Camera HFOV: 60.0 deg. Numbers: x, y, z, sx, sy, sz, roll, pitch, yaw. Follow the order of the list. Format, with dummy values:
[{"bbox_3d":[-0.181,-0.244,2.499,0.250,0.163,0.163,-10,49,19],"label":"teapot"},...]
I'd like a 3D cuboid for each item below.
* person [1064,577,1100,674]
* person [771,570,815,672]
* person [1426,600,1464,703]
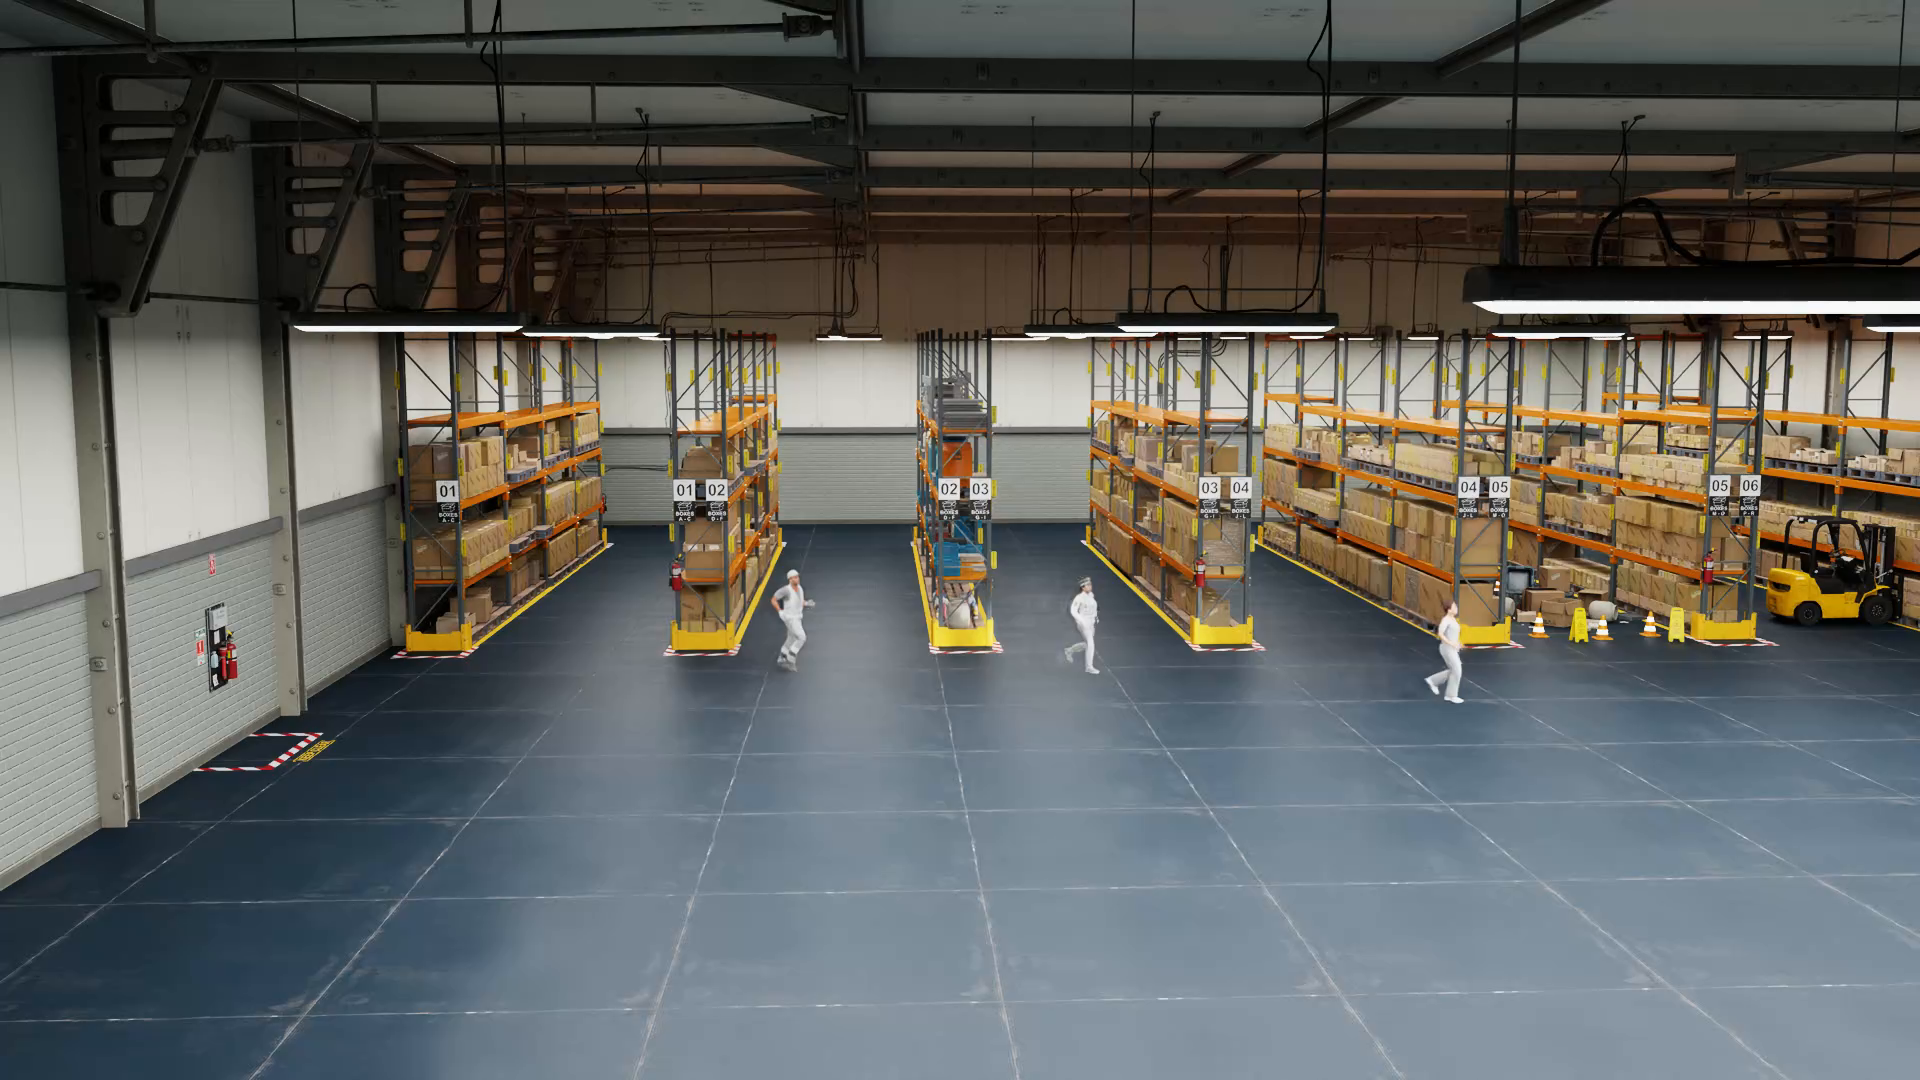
[{"bbox_3d":[2.134,1.469,29.036,0.734,1.687,0.617,5,8,37],"label":"person"},{"bbox_3d":[-2.897,1.417,29.189,0.713,1.809,0.619,3,7,25],"label":"person"},{"bbox_3d":[7.783,1.900,26.682,0.618,1.395,0.574,4,8,30],"label":"person"}]
